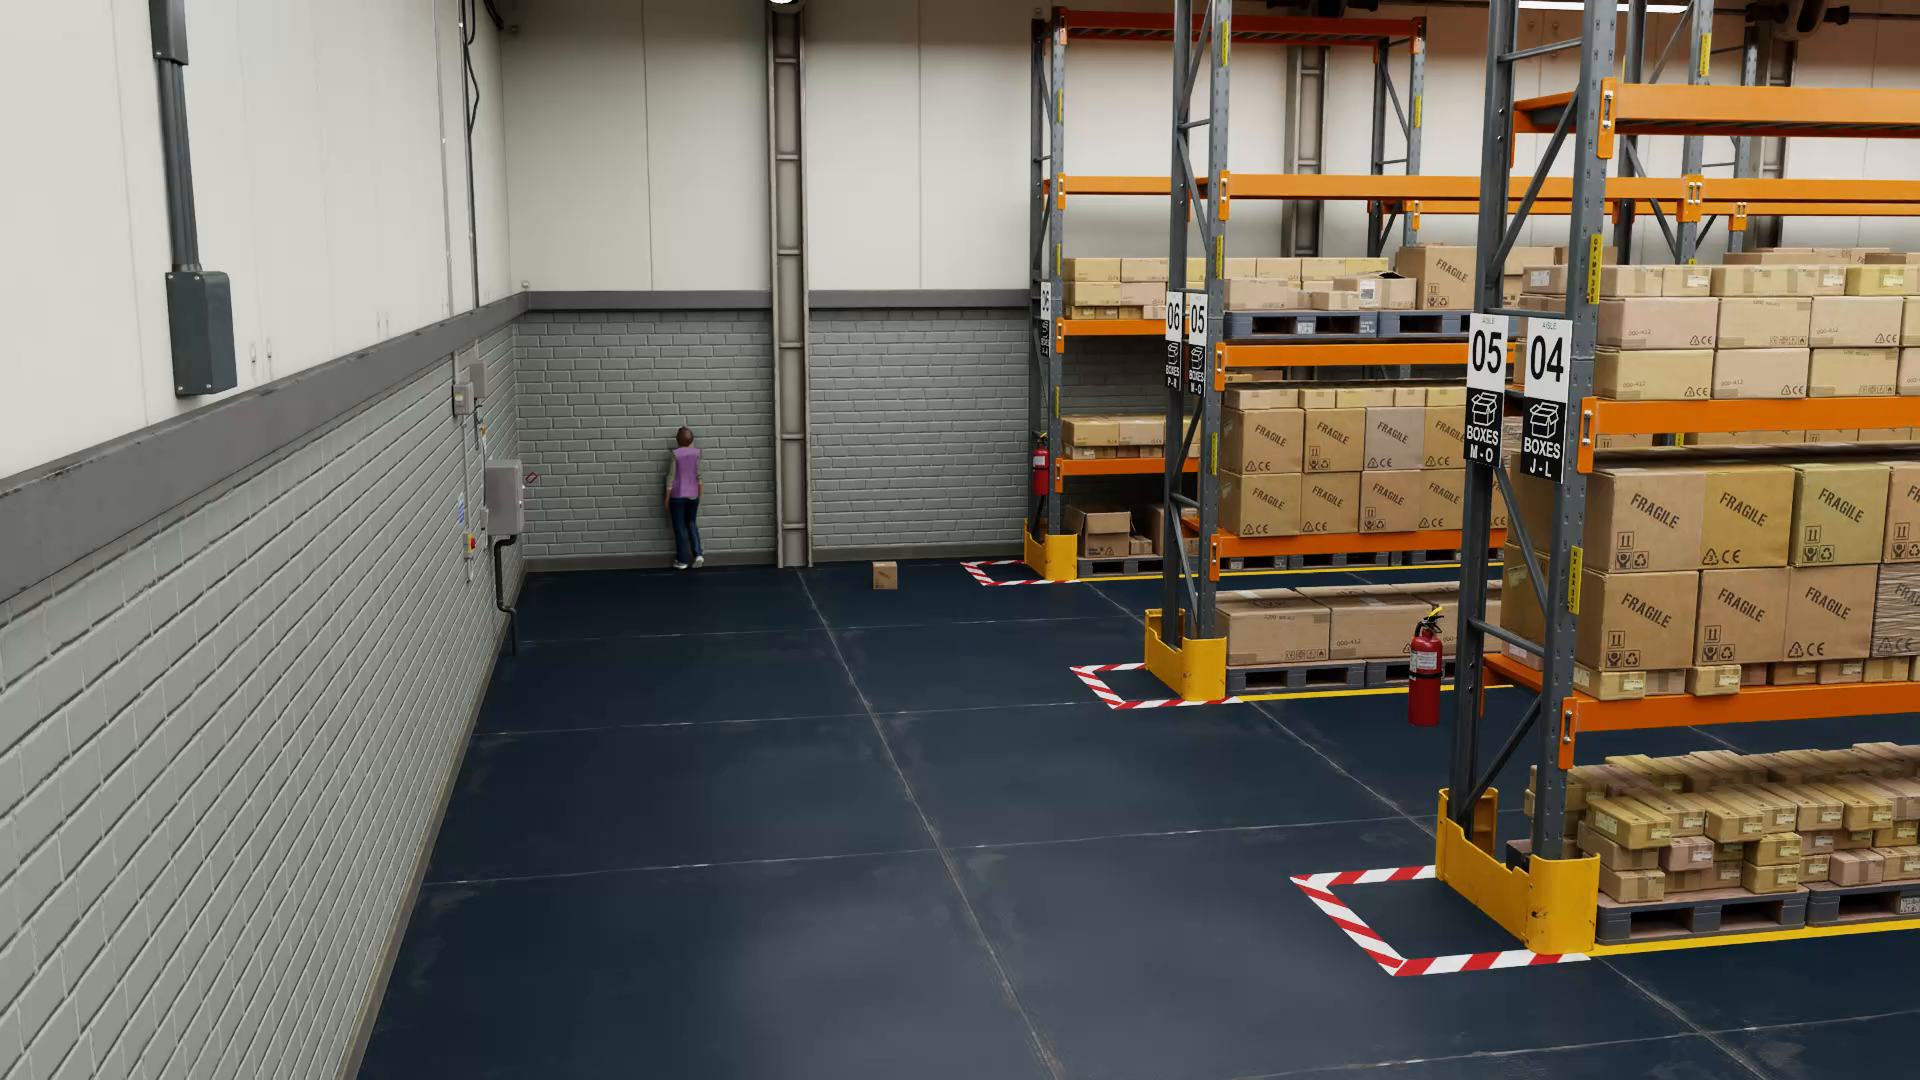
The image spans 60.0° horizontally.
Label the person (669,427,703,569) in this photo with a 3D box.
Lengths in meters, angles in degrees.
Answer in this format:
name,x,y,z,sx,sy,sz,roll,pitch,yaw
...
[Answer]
name,x,y,z,sx,sy,sz,roll,pitch,yaw
person,-3.074,-0.470,18.630,0.408,1.599,0.326,-7,12,-33
